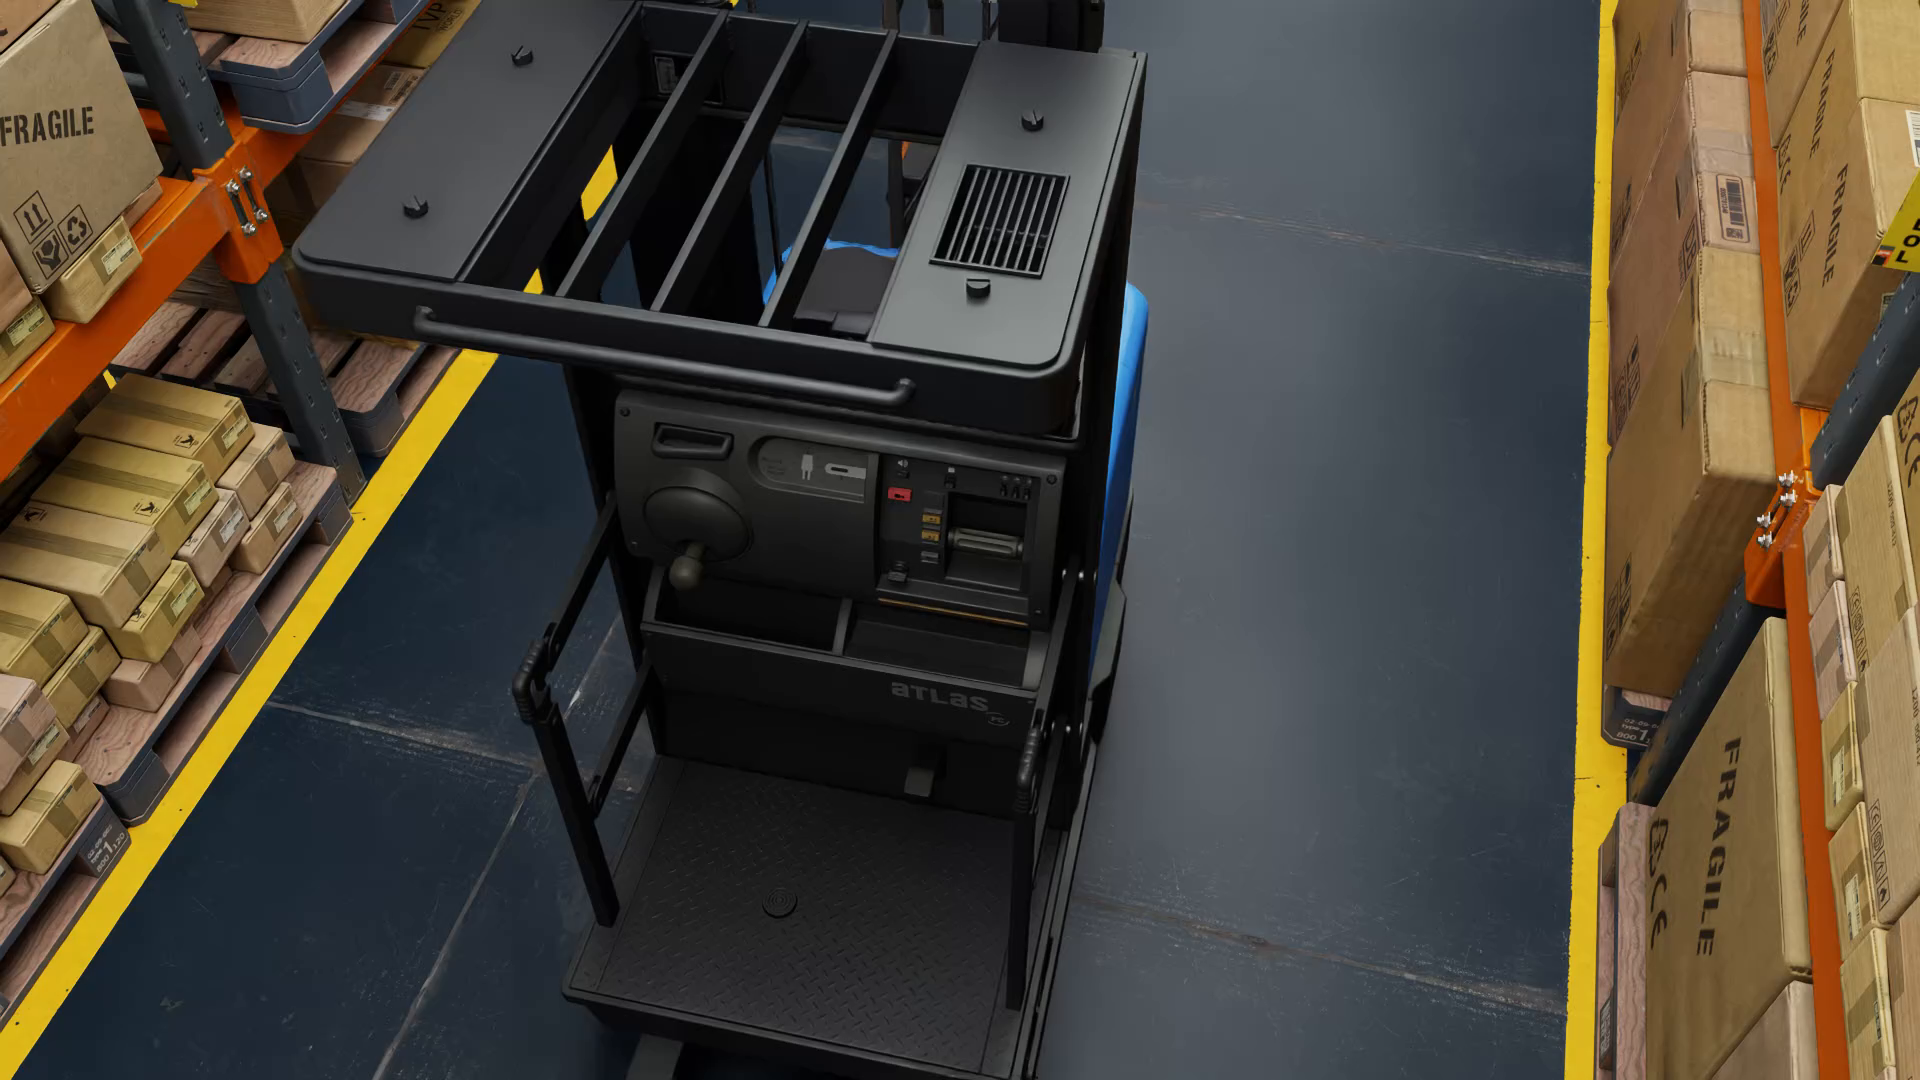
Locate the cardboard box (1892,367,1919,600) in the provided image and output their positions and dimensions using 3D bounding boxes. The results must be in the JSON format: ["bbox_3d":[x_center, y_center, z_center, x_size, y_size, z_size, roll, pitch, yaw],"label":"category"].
[{"bbox_3d":[1.963,-0.176,2.806,0.500,0.500,0.500,12,50,10],"label":"cardboard box"}]

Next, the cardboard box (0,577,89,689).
[{"bbox_3d":[-2.496,0.236,4.266,0.380,0.149,0.250,13,50,11],"label":"cardboard box"}]

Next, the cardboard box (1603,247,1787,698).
[{"bbox_3d":[2.485,-0.078,4.455,1.225,0.875,0.875,12,50,10],"label":"cardboard box"}]

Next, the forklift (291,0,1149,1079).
[{"bbox_3d":[-0.299,0.074,3.272,1.129,2.867,3.031,9,49,8],"label":"forklift"}]

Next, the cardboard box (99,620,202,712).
[{"bbox_3d":[-2.353,0.304,4.603,0.380,0.149,0.250,10,49,9],"label":"cardboard box"}]

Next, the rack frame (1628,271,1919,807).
[{"bbox_3d":[2.336,-0.175,3.404,1.000,3.000,0.127,12,50,10],"label":"rack frame"}]

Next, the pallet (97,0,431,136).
[{"bbox_3d":[-2.081,-1.688,4.867,1.003,0.211,1.213,12,50,10],"label":"pallet"}]

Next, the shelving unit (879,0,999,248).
[{"bbox_3d":[0.062,-0.978,4.713,0.431,2.100,0.503,9,49,8],"label":"shelving unit"}]

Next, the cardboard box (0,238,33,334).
[{"bbox_3d":[-2.415,-0.577,3.494,0.500,0.500,0.500,10,49,9],"label":"cardboard box"}]

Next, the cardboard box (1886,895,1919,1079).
[{"bbox_3d":[1.693,0.799,2.446,0.500,0.250,0.500,13,50,11],"label":"cardboard box"}]

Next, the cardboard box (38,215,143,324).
[{"bbox_3d":[-2.234,-0.683,4.020,0.380,0.149,0.250,10,49,9],"label":"cardboard box"}]

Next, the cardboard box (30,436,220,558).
[{"bbox_3d":[-2.294,-0.118,4.578,0.380,0.149,0.250,12,50,11],"label":"cardboard box"}]

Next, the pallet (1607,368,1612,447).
[{"bbox_3d":[2.786,-0.711,5.736,1.003,0.211,1.213,12,50,10],"label":"pallet"}]

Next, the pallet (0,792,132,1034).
[{"bbox_3d":[-2.884,1.074,4.161,1.003,0.211,1.213,12,50,10],"label":"pallet"}]

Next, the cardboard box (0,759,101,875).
[{"bbox_3d":[-2.469,0.677,4.273,0.380,0.149,0.250,11,50,10],"label":"cardboard box"}]

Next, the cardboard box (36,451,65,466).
[{"bbox_3d":[-2.826,-0.322,4.956,0.380,0.149,0.250,14,50,12],"label":"cardboard box"}]

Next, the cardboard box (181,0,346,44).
[{"bbox_3d":[-1.875,-1.477,4.440,0.380,0.149,0.250,9,49,8],"label":"cardboard box"}]

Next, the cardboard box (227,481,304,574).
[{"bbox_3d":[-2.197,-0.072,4.934,0.380,0.149,0.250,12,50,11],"label":"cardboard box"}]

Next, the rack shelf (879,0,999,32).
[{"bbox_3d":[0.062,-1.433,4.198,0.431,0.518,0.480,9,49,8],"label":"rack shelf"}]

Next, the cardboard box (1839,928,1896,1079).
[{"bbox_3d":[1.665,0.813,2.700,0.380,0.149,0.250,11,49,10],"label":"cardboard box"}]

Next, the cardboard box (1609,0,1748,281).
[{"bbox_3d":[2.945,-1.366,5.592,1.225,0.875,0.875,12,50,10],"label":"cardboard box"}]

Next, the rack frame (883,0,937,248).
[{"bbox_3d":[0.010,-0.800,4.555,0.400,2.100,0.015,9,49,8],"label":"rack frame"}]

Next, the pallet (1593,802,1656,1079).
[{"bbox_3d":[2.061,1.282,3.978,1.003,0.211,1.213,12,50,10],"label":"pallet"}]

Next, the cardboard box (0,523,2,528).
[{"bbox_3d":[-2.862,-0.031,4.501,0.380,0.149,0.250,11,49,10],"label":"cardboard box"}]

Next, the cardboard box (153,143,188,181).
[{"bbox_3d":[-2.470,-1.376,5.350,0.500,0.250,0.500,10,49,9],"label":"cardboard box"}]

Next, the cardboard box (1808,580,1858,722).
[{"bbox_3d":[1.868,0.246,3.199,0.380,0.149,0.250,10,49,9],"label":"cardboard box"}]

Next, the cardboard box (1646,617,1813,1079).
[{"bbox_3d":[2.085,0.851,3.636,0.875,0.875,0.875,12,50,10],"label":"cardboard box"}]

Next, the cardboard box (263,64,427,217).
[{"bbox_3d":[-1.973,-1.269,5.256,0.500,0.250,0.500,10,49,8],"label":"cardboard box"}]

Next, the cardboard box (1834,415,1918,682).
[{"bbox_3d":[1.960,0.064,3.094,0.500,0.250,0.500,11,49,9],"label":"cardboard box"}]

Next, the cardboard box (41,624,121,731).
[{"bbox_3d":[-2.472,0.327,4.384,0.380,0.149,0.250,12,50,10],"label":"cardboard box"}]

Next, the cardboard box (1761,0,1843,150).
[{"bbox_3d":[2.463,-1.336,4.362,0.500,0.500,0.500,11,49,10],"label":"cardboard box"}]

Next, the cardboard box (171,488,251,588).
[{"bbox_3d":[-2.258,-0.032,4.701,0.380,0.149,0.250,9,49,8],"label":"cardboard box"}]

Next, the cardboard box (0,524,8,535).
[{"bbox_3d":[-2.836,0.062,4.617,0.380,0.149,0.250,11,50,10],"label":"cardboard box"}]

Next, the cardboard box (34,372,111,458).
[{"bbox_3d":[-2.713,-0.411,4.837,0.380,0.149,0.250,13,50,12],"label":"cardboard box"}]

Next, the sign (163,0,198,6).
[{"bbox_3d":[-1.897,-1.412,3.918,0.100,0.325,0.005,12,50,10],"label":"sign"}]

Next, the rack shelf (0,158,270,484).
[{"bbox_3d":[-2.949,0.458,3.325,1.077,0.370,4.000,12,50,10],"label":"rack shelf"}]

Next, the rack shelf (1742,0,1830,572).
[{"bbox_3d":[2.863,-1.384,4.950,1.077,0.370,4.000,12,50,10],"label":"rack shelf"}]
